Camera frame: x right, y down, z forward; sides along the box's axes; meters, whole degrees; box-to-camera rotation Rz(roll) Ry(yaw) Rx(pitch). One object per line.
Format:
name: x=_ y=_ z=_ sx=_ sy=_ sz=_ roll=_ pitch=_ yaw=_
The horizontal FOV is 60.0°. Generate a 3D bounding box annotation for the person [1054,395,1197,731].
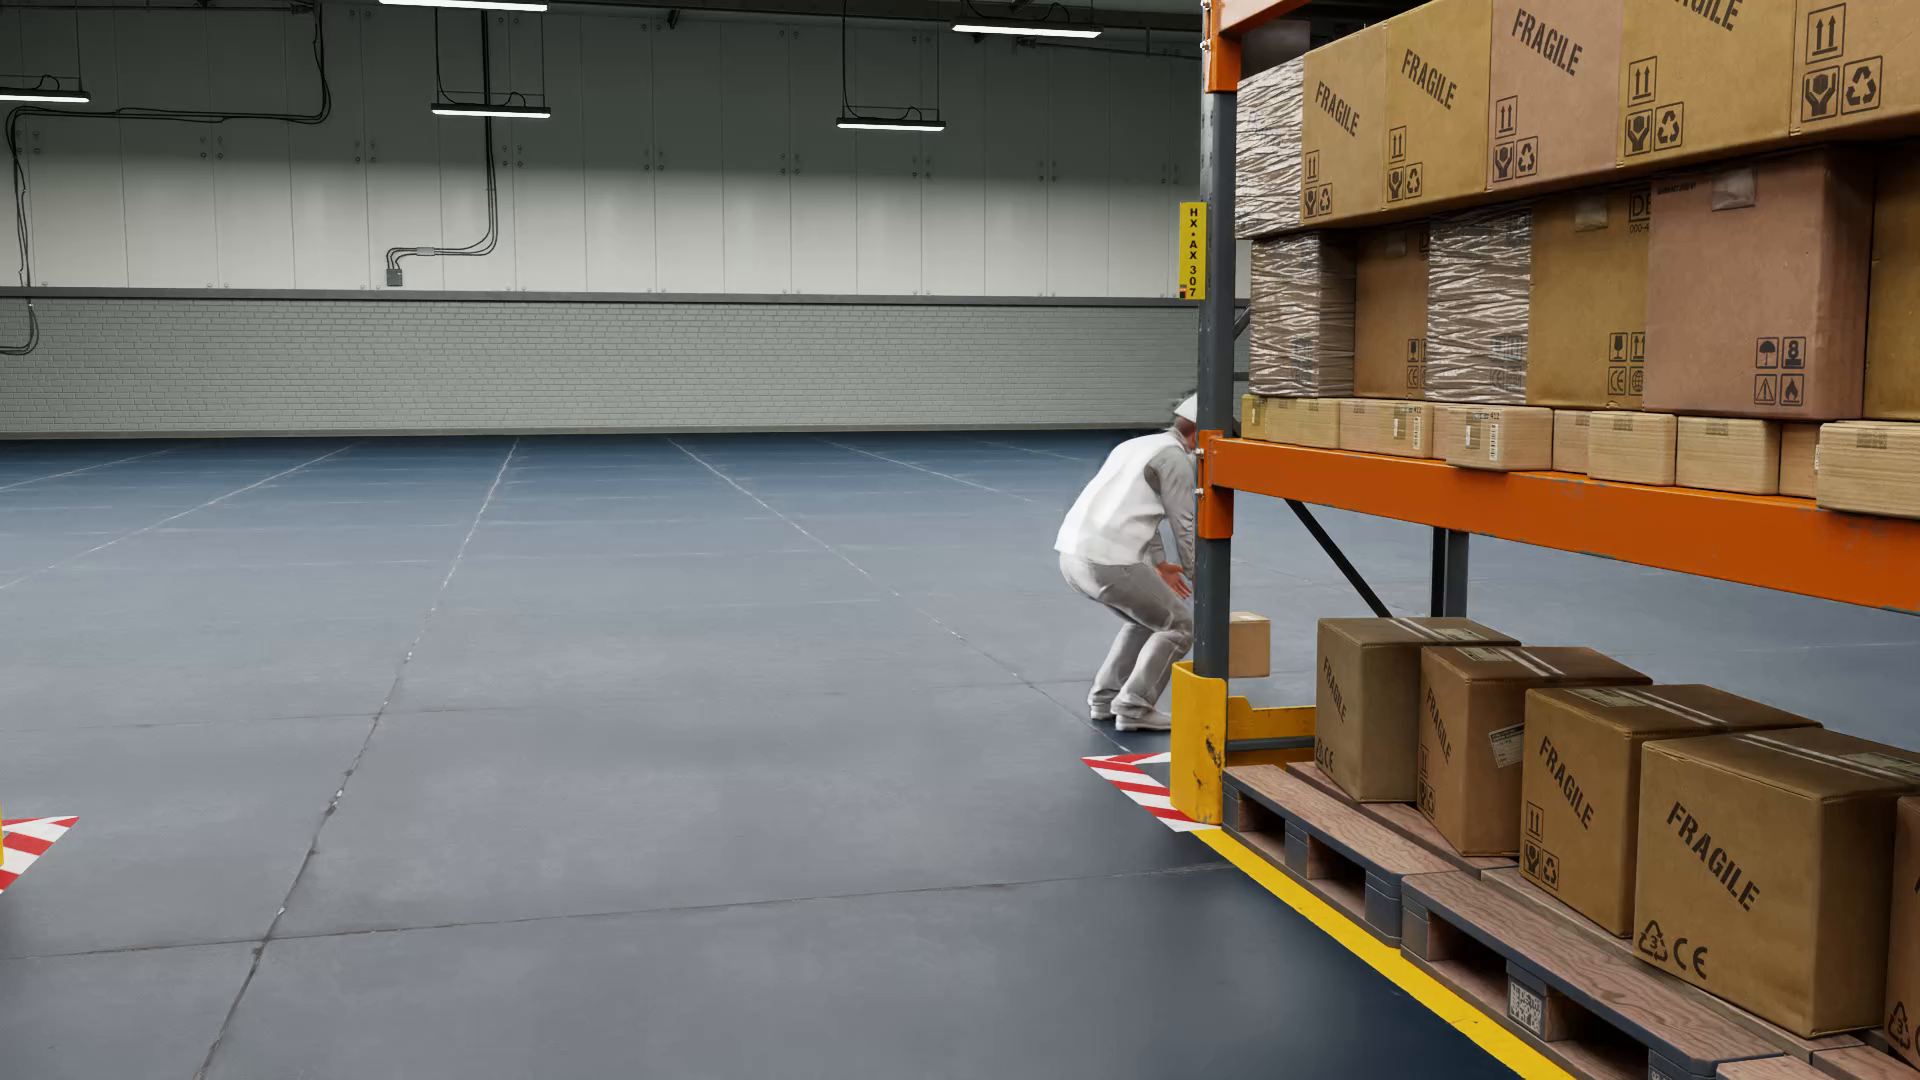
person: x=0.794 y=0.086 z=7.199 sx=0.768 sy=1.422 sz=0.592 roll=-1 pitch=6 yaw=-14
